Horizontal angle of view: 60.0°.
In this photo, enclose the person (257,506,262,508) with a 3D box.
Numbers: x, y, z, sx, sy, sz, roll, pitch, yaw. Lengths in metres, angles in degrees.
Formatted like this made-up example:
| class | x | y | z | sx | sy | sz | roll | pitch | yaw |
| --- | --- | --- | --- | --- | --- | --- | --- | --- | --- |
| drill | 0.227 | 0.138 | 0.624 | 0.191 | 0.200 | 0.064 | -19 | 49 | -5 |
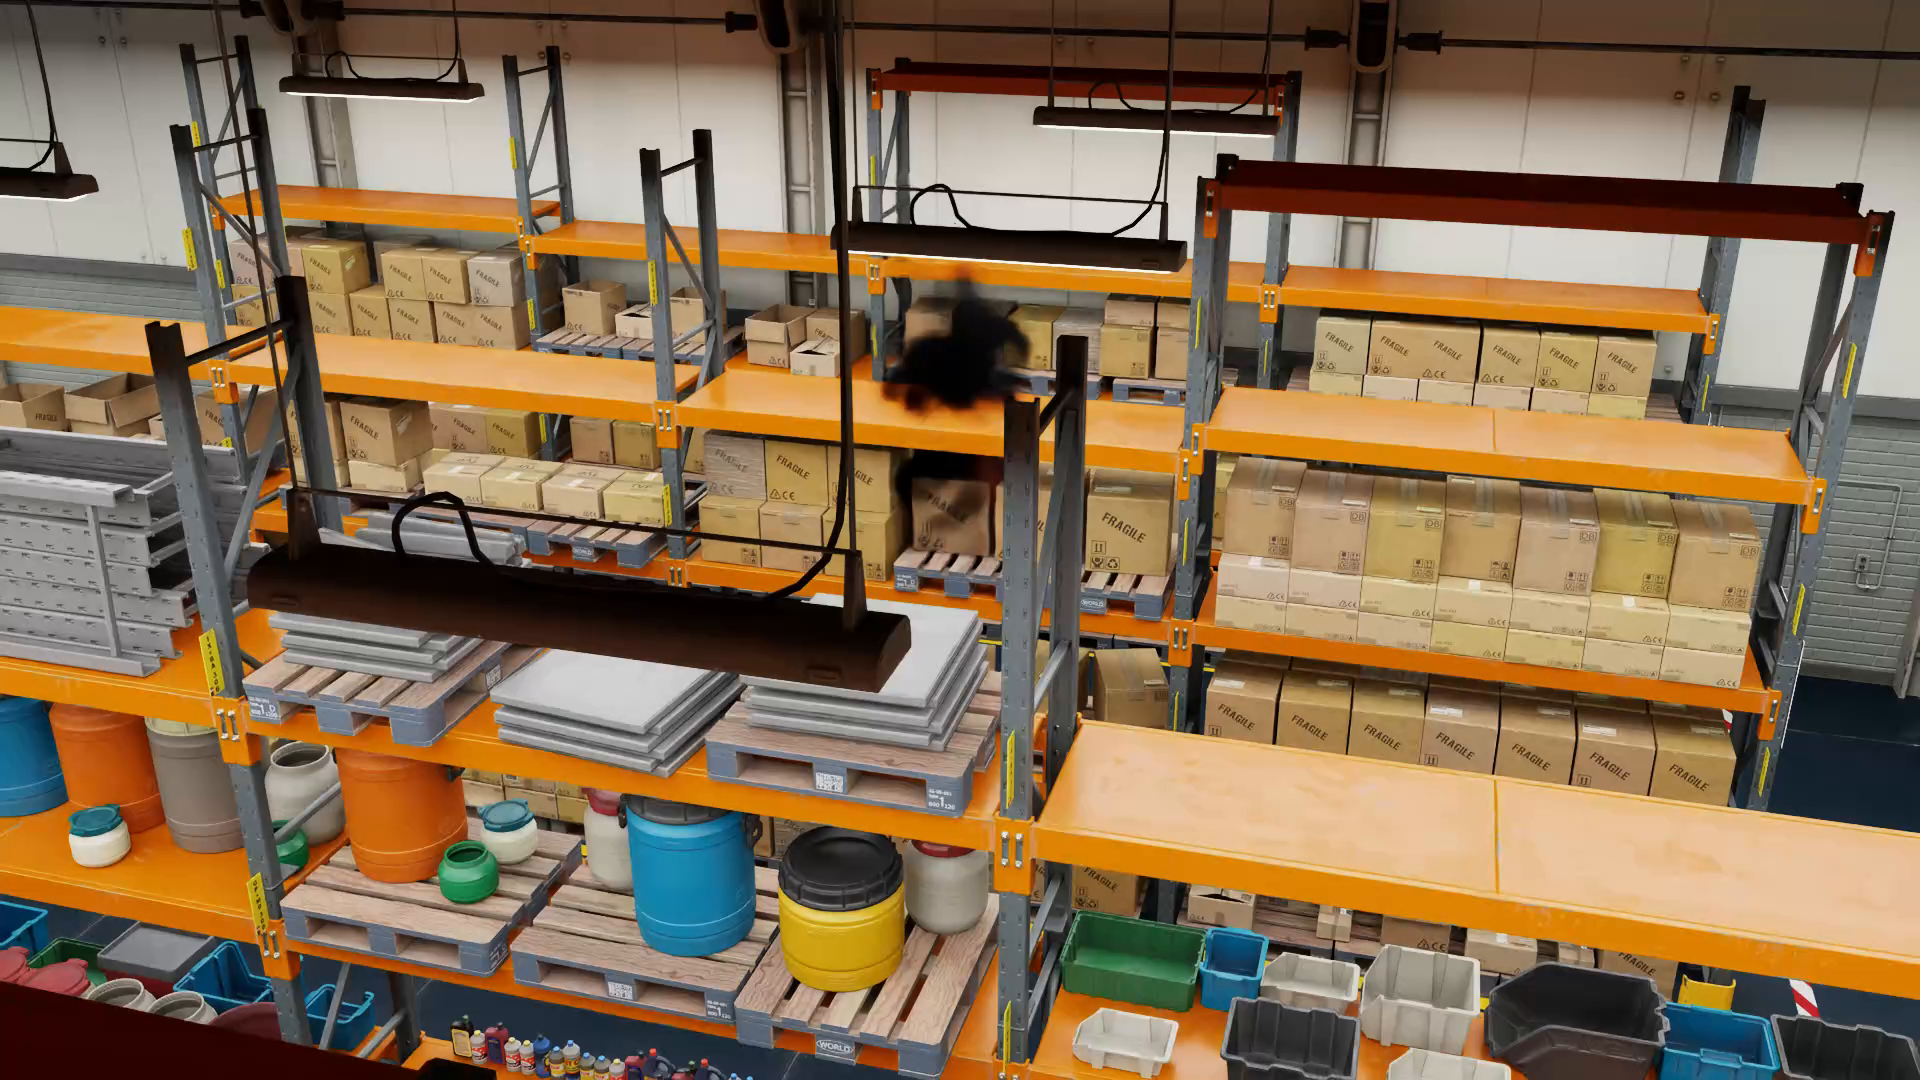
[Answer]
| class | x | y | z | sx | sy | sz | roll | pitch | yaw |
| --- | --- | --- | --- | --- | --- | --- | --- | --- | --- |
| person | -7.228 | 0.469 | 17.426 | 0.752 | 1.780 | 0.624 | 1 | 23 | 3 |
